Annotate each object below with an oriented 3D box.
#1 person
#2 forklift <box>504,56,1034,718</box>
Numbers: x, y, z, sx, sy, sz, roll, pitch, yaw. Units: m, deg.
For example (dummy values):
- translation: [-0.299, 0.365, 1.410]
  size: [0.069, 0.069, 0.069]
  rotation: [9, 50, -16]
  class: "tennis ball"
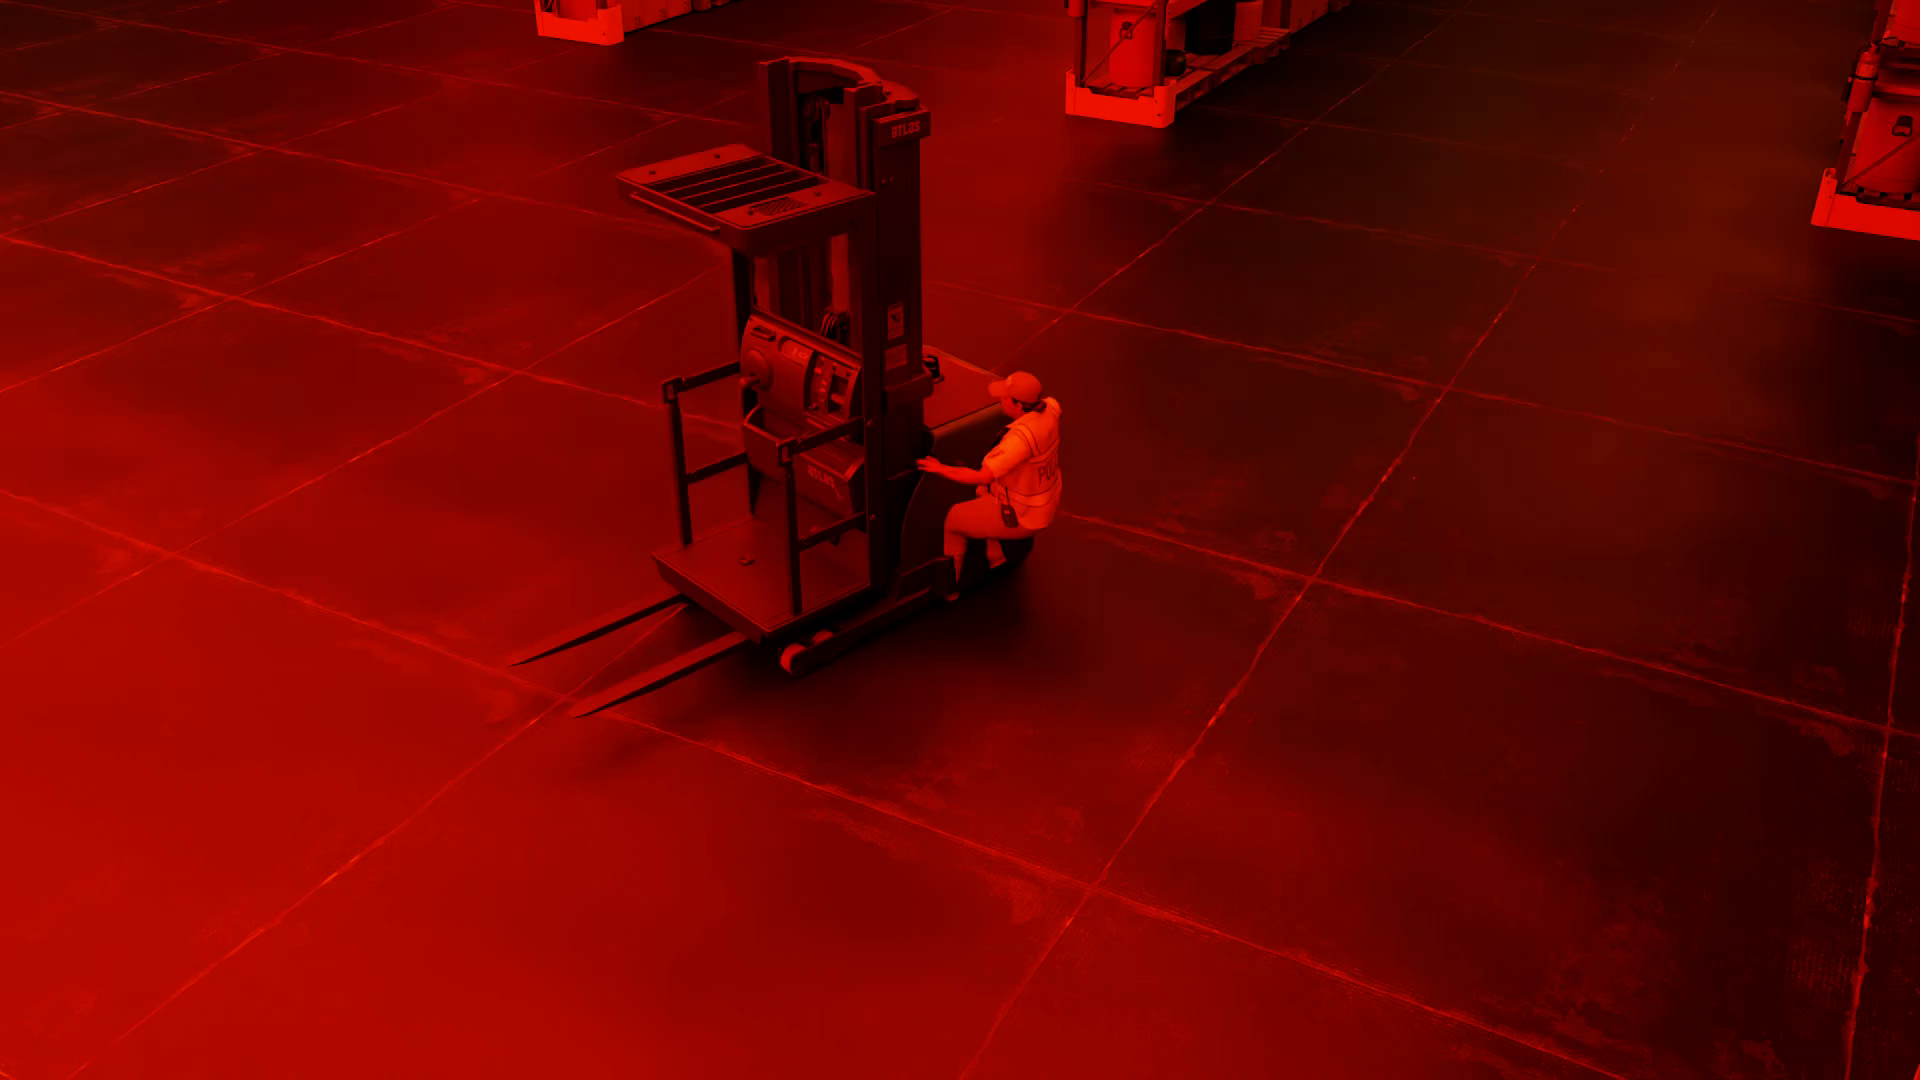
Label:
- translation: [0.133, -0.312, 9.103]
  size: [0.824, 1.428, 0.900]
  rotation: [8, 31, 14]
  class: "person"
- translation: [-0.992, -0.849, 8.542]
  size: [3.031, 2.935, 1.130]
  rotation: [-25, 38, -36]
  class: "forklift"
